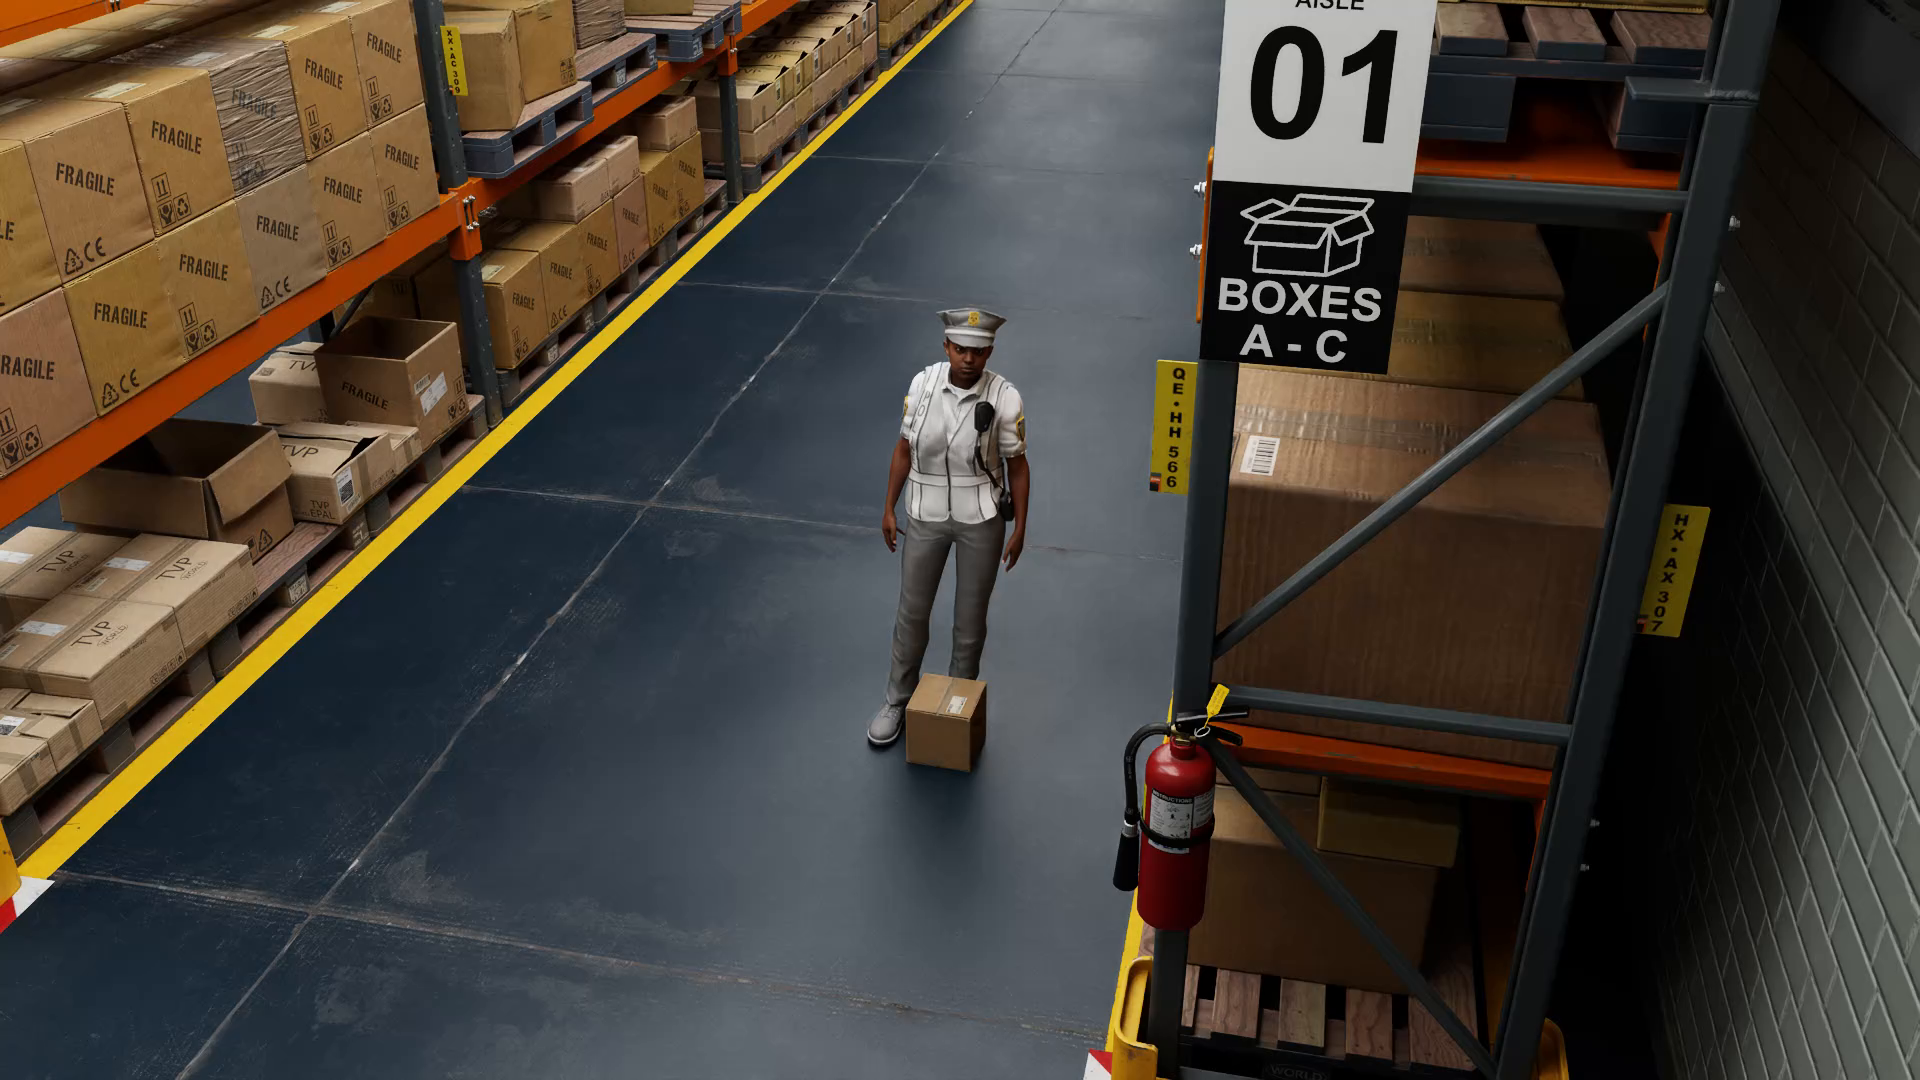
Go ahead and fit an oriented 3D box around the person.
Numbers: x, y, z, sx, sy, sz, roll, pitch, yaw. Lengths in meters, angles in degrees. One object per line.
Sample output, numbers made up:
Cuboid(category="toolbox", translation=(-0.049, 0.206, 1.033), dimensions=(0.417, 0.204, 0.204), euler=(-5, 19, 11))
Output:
Cuboid(category="person", translation=(-0.041, -0.045, 6.156), dimensions=(0.570, 1.695, 0.528), euler=(6, 29, 10))
